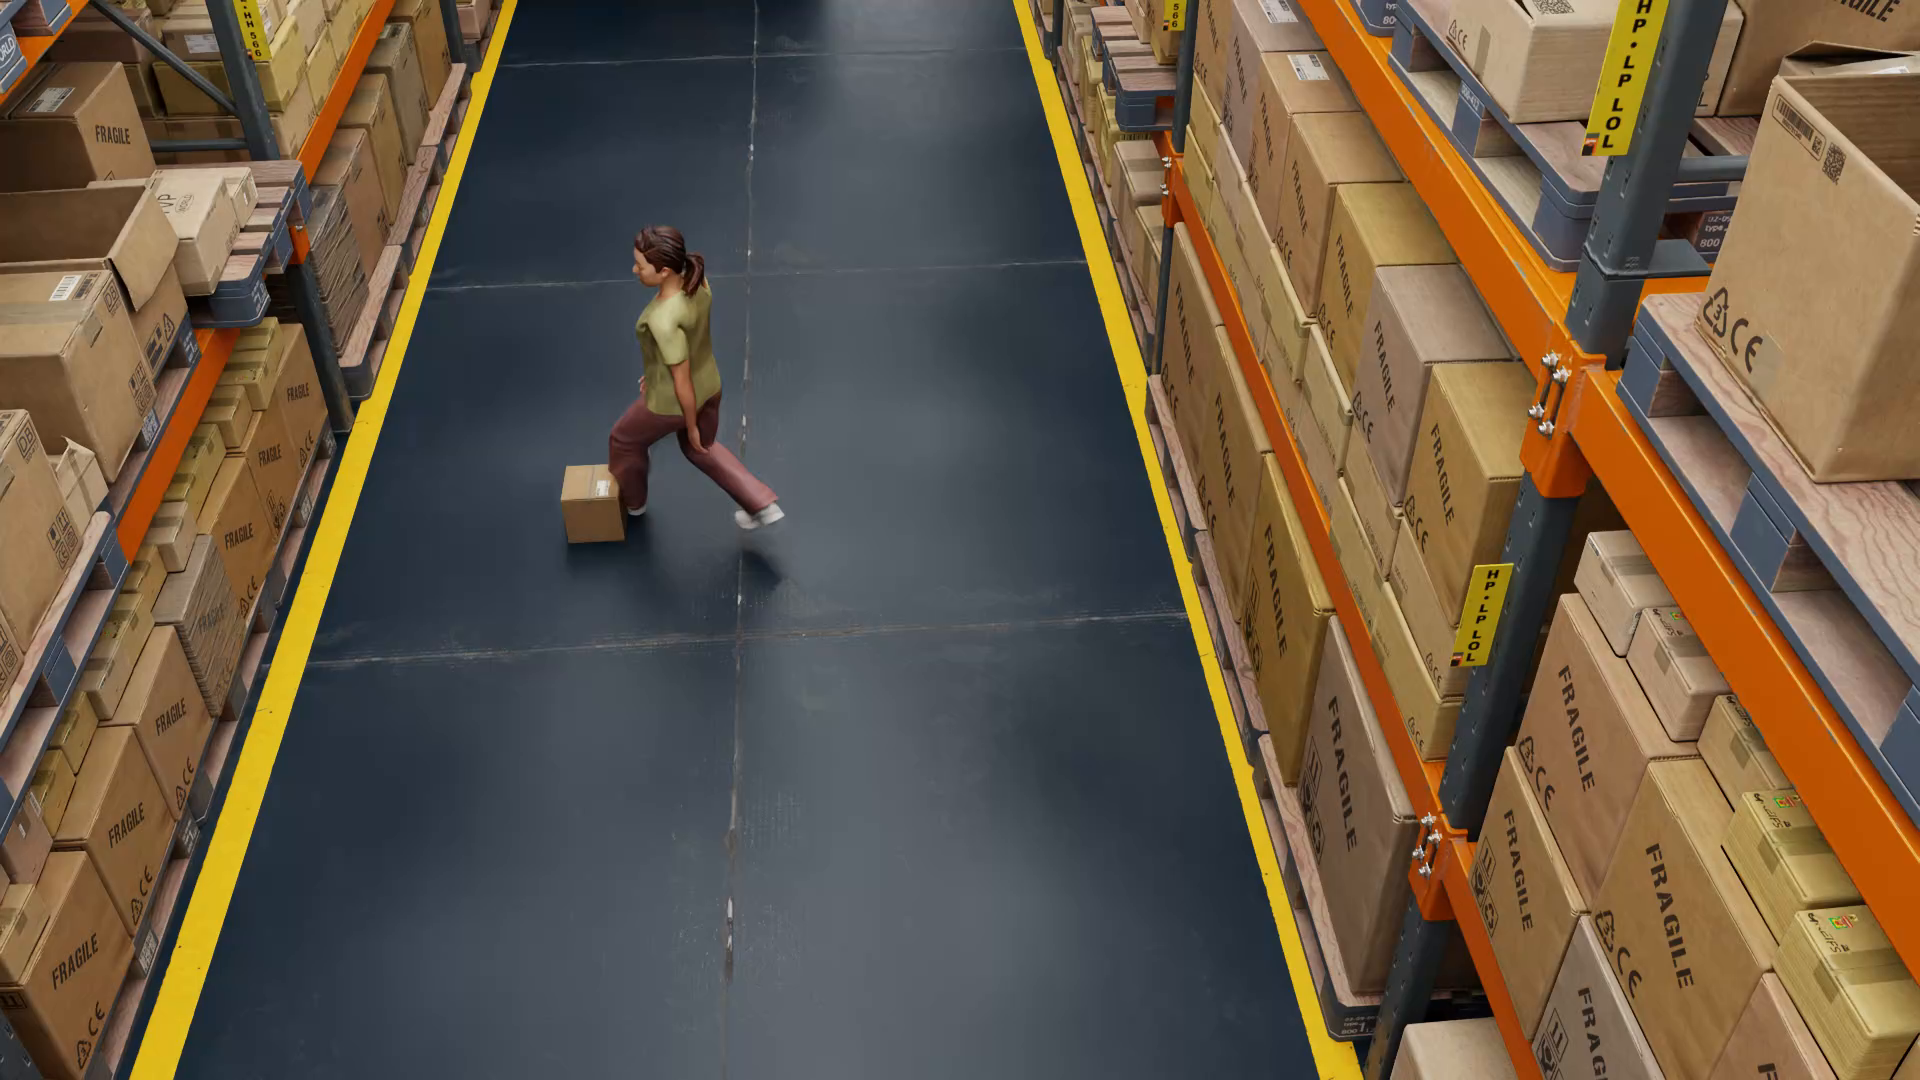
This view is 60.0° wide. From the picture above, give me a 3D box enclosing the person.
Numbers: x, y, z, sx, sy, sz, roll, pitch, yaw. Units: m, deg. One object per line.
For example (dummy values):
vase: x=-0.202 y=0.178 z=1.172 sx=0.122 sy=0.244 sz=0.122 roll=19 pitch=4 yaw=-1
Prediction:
person: x=-1.257 y=-0.656 z=7.034 sx=1.042 sy=1.572 sz=0.425 roll=18 pitch=42 yaw=20
